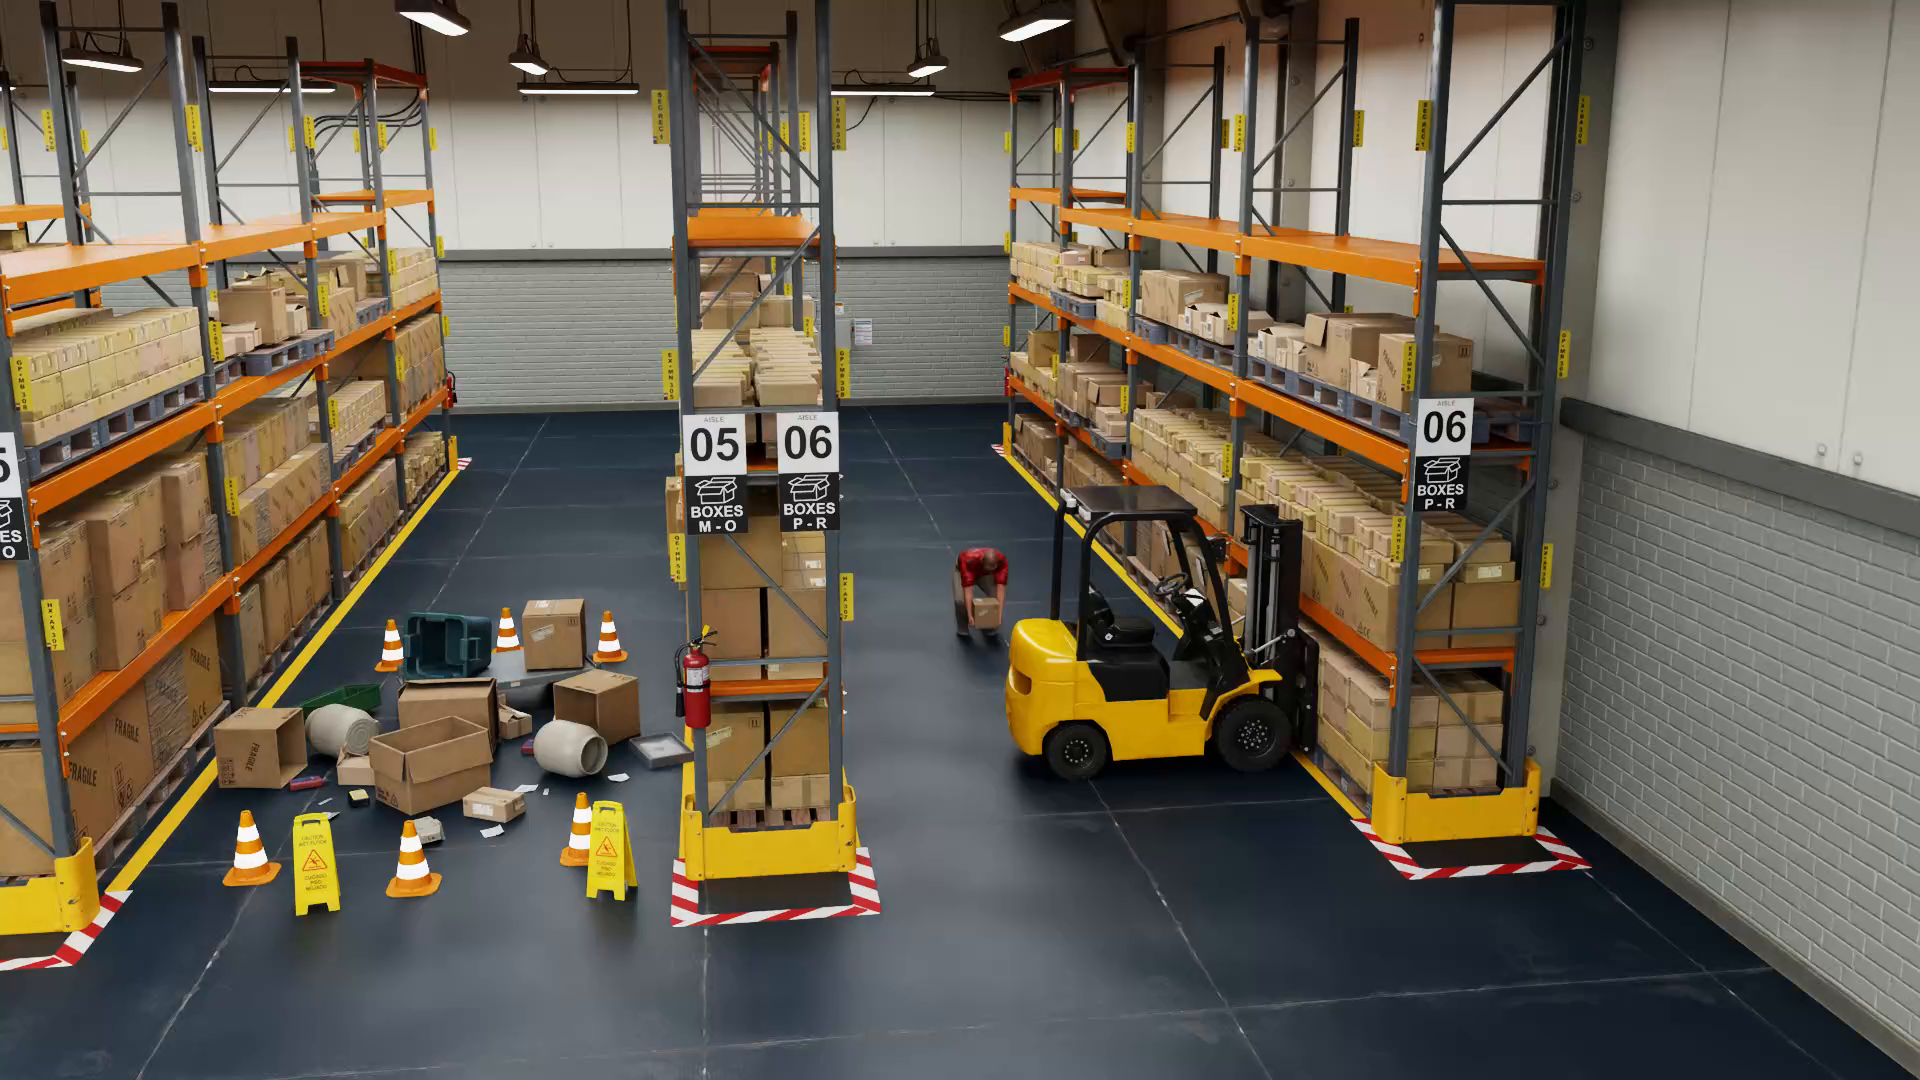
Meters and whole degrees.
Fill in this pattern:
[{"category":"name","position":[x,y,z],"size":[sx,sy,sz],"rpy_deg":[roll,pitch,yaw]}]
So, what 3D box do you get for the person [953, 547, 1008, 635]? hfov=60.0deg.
[{"category":"person","position":[0.202,0.515,16.964],"size":[0.528,0.982,0.864],"rpy_deg":[-2,13,-10]}]
